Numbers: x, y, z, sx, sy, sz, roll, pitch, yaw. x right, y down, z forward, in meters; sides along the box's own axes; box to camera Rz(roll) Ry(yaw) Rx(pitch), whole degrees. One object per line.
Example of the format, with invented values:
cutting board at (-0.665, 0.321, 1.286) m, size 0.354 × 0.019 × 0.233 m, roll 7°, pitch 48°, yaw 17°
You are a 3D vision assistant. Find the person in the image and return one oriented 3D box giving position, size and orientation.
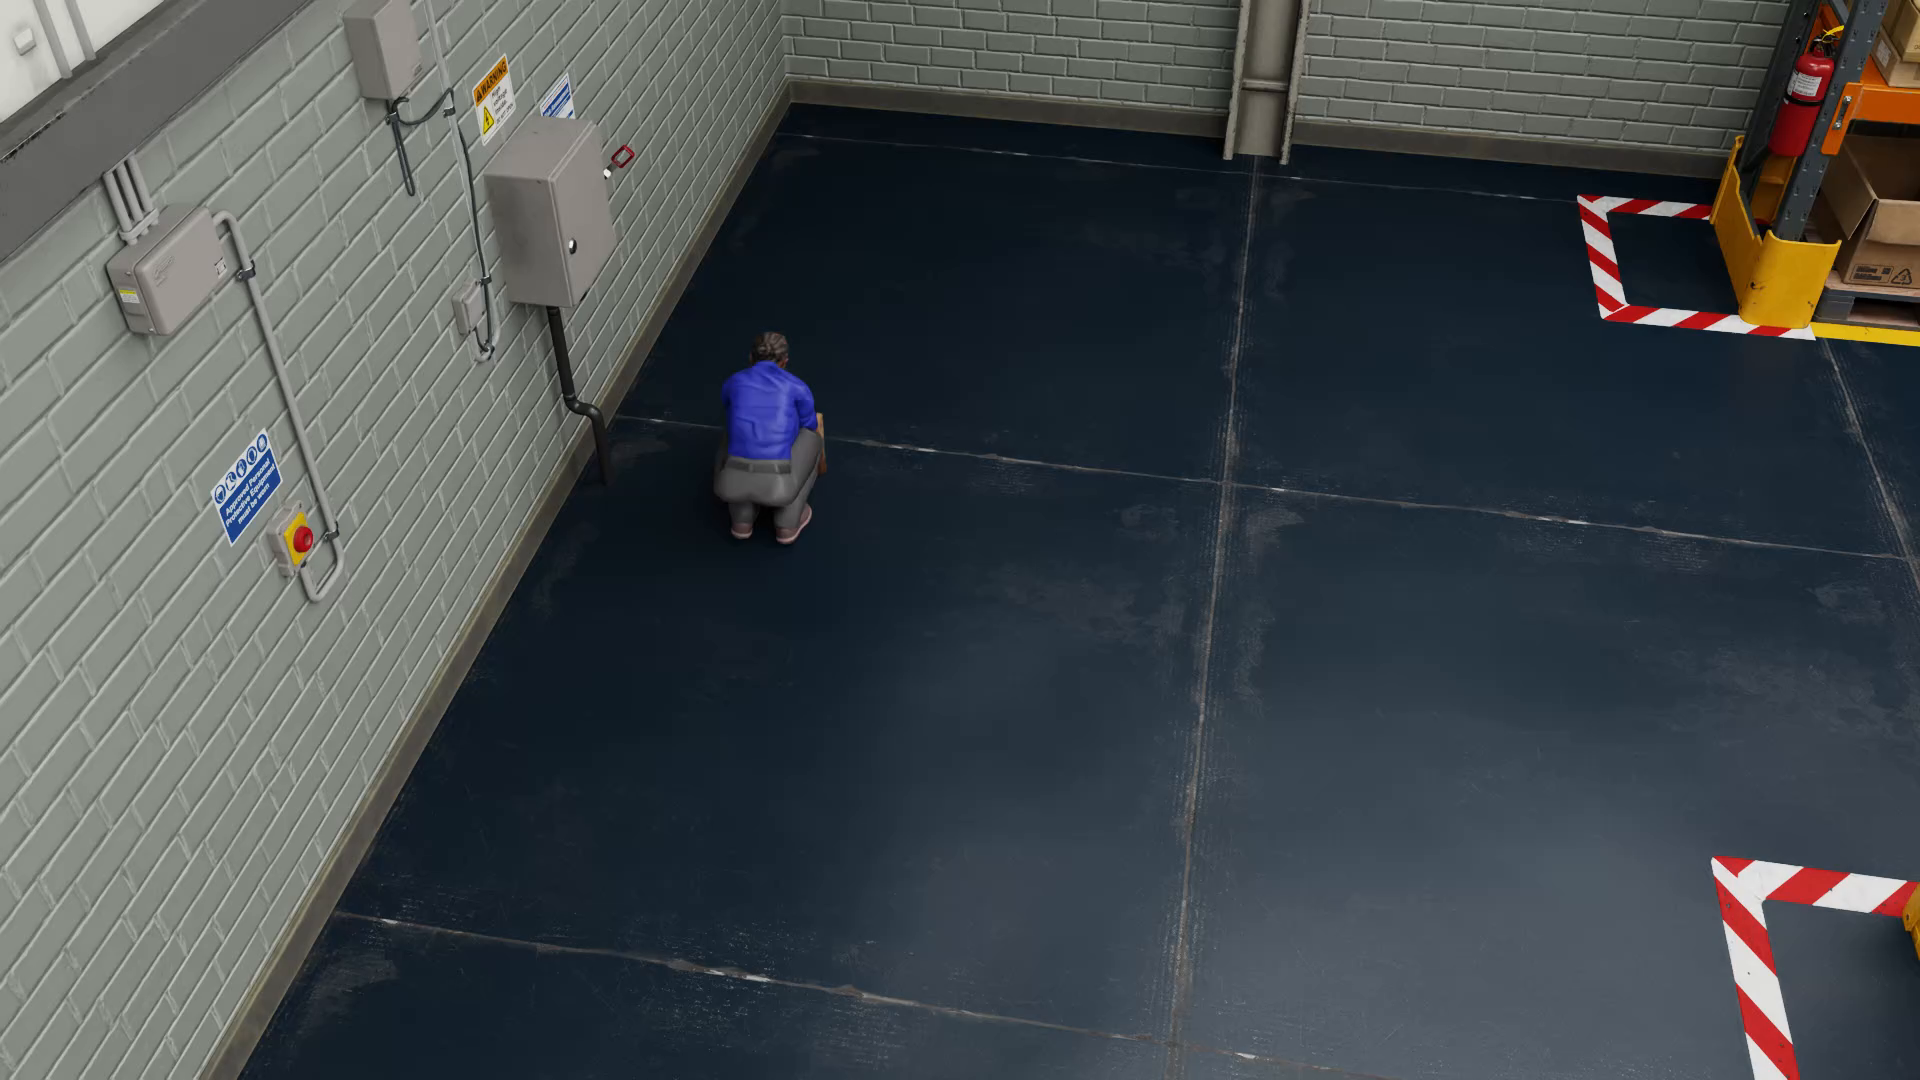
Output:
person at (-0.849, -0.390, 7.375) m, size 0.453 × 0.801 × 0.819 m, roll 6°, pitch 41°, yaw 7°
